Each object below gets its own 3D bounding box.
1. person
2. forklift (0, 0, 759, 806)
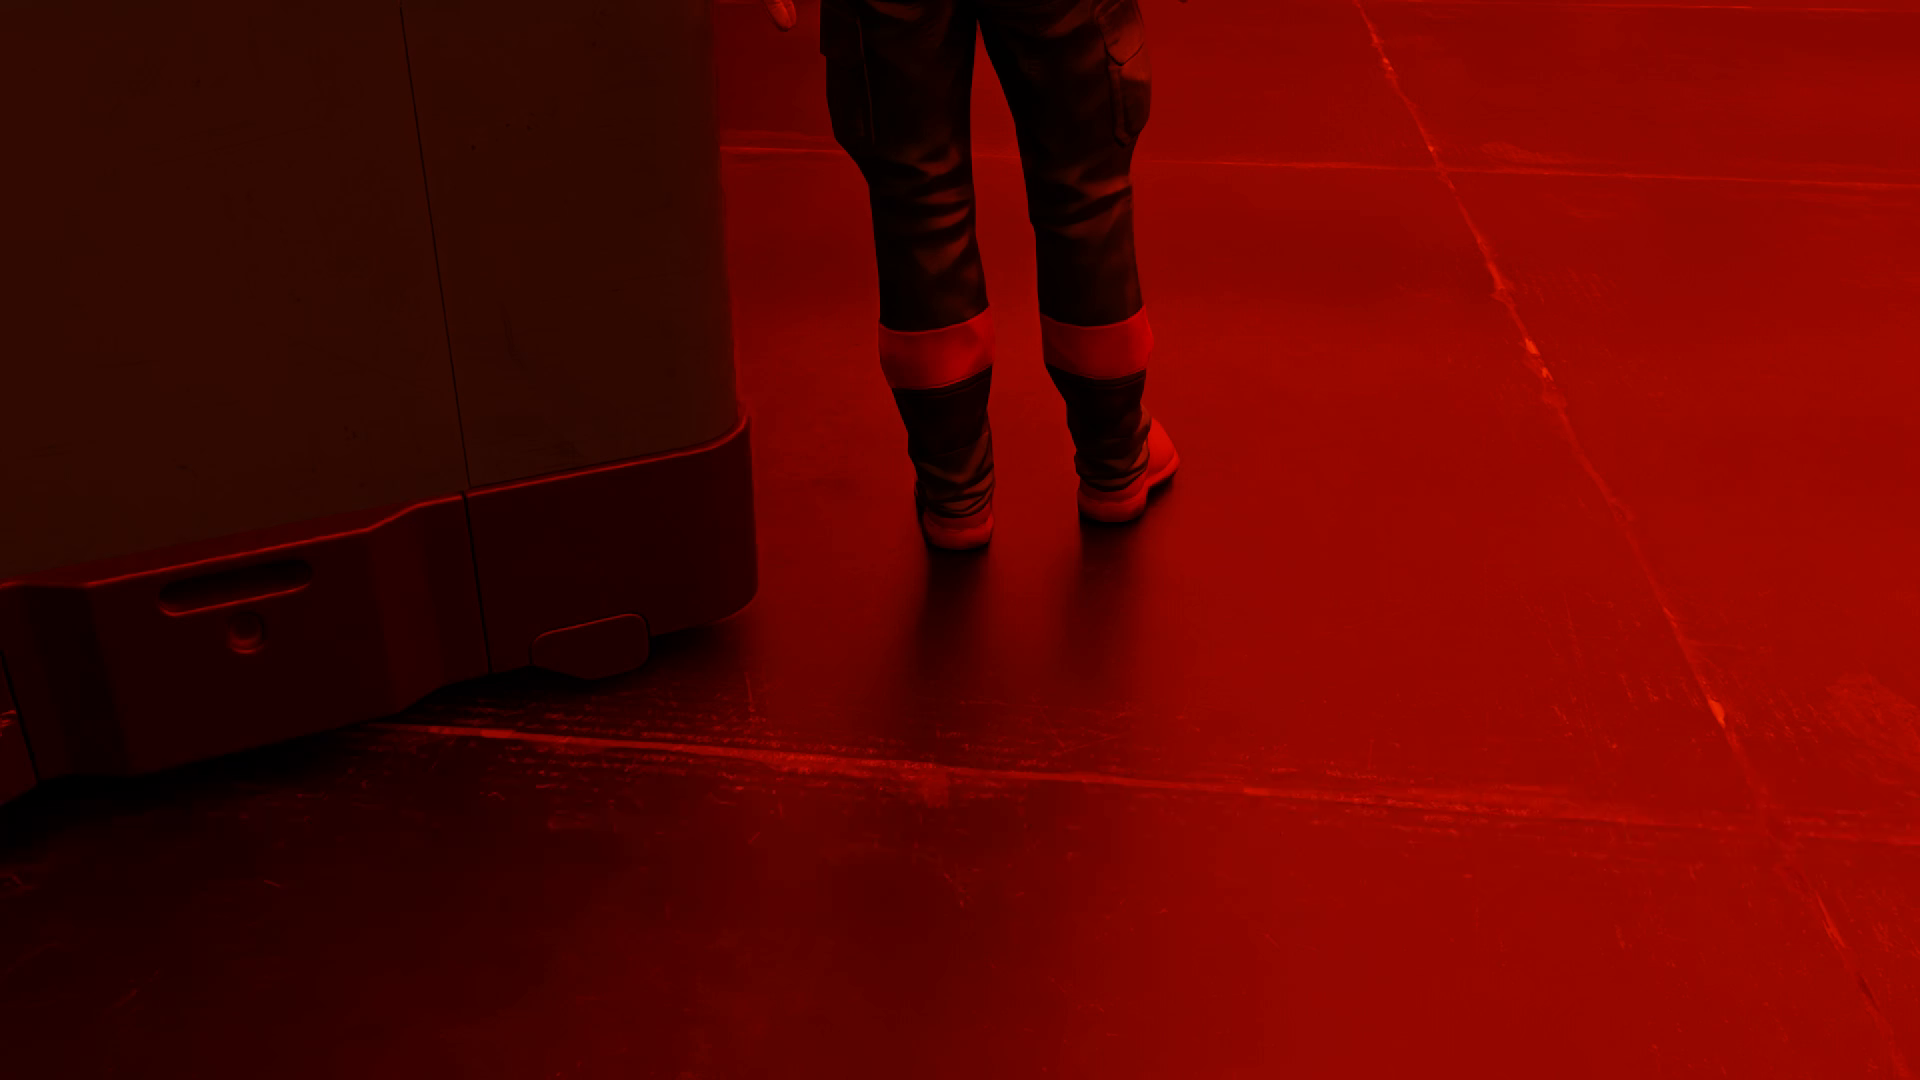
[{"bbox_3d":[0.023,-0.842,2.167,0.637,1.787,0.564,3,27,7],"label":"person"},{"bbox_3d":[-1.817,-1.058,1.337,3.031,2.935,1.130,-13,29,-24],"label":"forklift"}]
